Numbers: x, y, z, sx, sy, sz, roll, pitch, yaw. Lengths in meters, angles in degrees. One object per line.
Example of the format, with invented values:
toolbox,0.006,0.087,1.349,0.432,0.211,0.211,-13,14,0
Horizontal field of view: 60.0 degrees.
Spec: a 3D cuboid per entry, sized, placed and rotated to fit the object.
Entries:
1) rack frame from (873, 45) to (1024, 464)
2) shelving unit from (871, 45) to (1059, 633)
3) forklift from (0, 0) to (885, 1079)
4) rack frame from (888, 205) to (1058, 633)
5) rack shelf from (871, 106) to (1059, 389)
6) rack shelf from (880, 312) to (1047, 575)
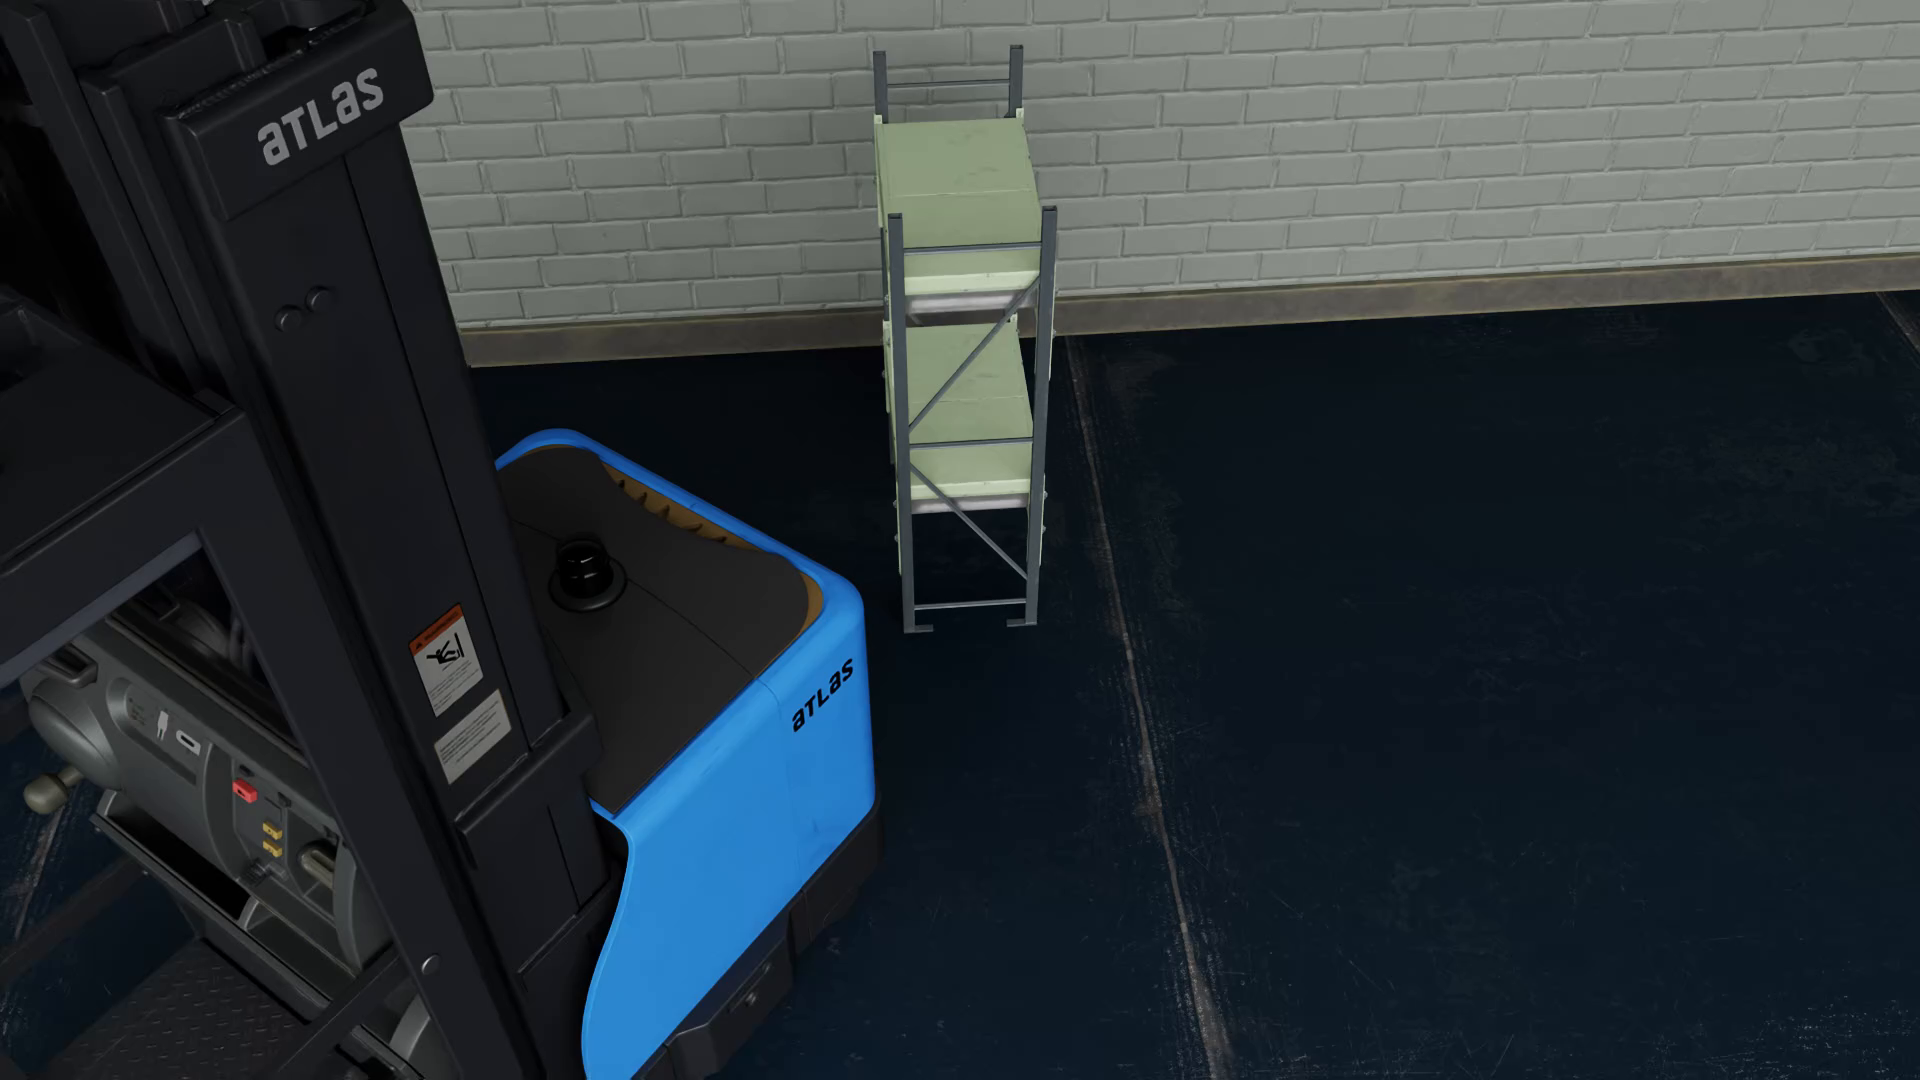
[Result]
rack frame,-0.031,-0.785,4.961,0.400,1.500,0.023,-3,47,-3
shelving unit,-0.001,-0.521,4.710,0.431,1.500,0.755,-3,47,-3
forklift,-1.462,0.507,2.751,1.130,2.935,3.031,27,52,24
rack frame,0.030,-0.256,4.459,0.400,1.500,0.023,-3,47,-3
rack shelf,-0.001,-0.789,4.427,0.431,0.370,0.720,-3,47,-3
rack shelf,-0.001,-0.296,4.947,0.431,0.370,0.720,-3,47,-3
